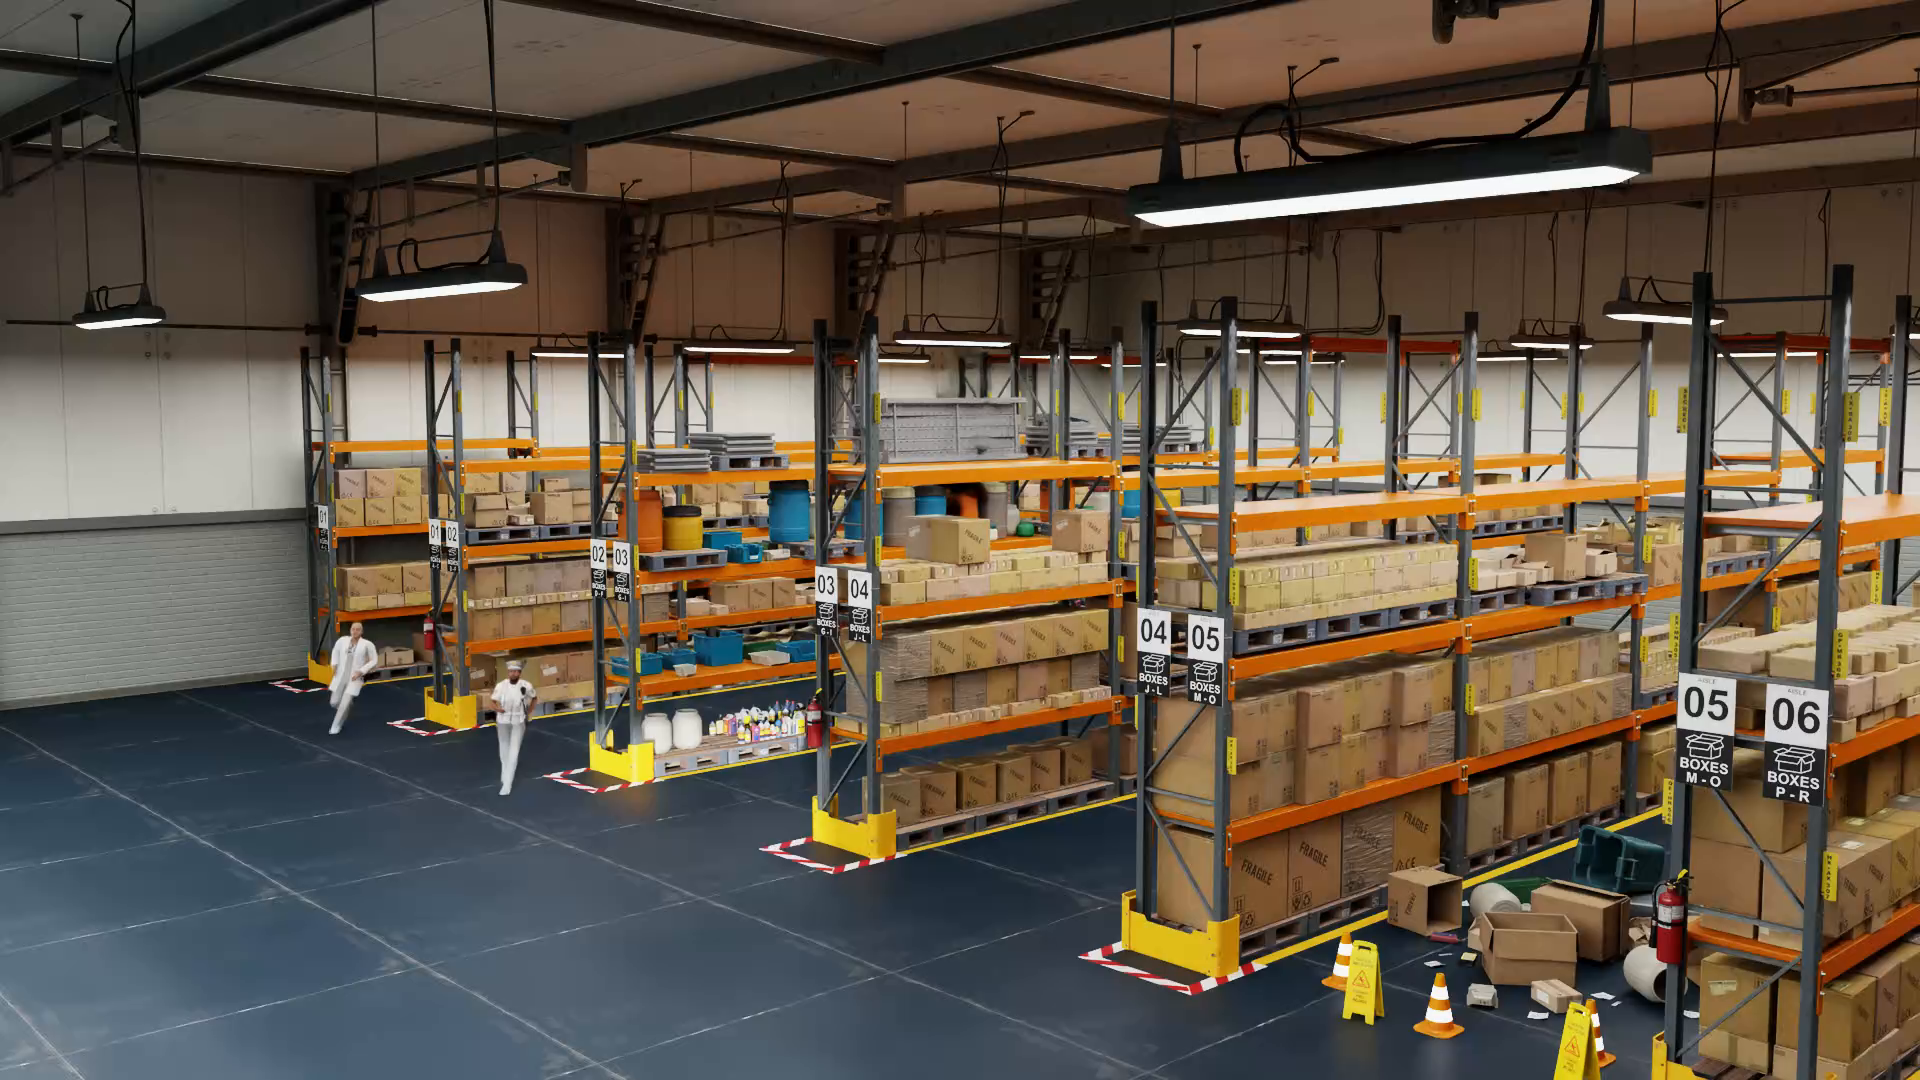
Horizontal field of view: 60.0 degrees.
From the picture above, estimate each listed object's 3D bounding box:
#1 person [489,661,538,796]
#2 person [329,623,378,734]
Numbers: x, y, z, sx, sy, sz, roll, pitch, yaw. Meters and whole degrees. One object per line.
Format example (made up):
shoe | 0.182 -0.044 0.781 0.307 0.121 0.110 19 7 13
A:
person | -5.832 2.402 21.711 0.591 1.704 0.874 -1 5 -6
person | -9.279 2.088 25.472 0.749 1.687 0.641 0 5 -1
